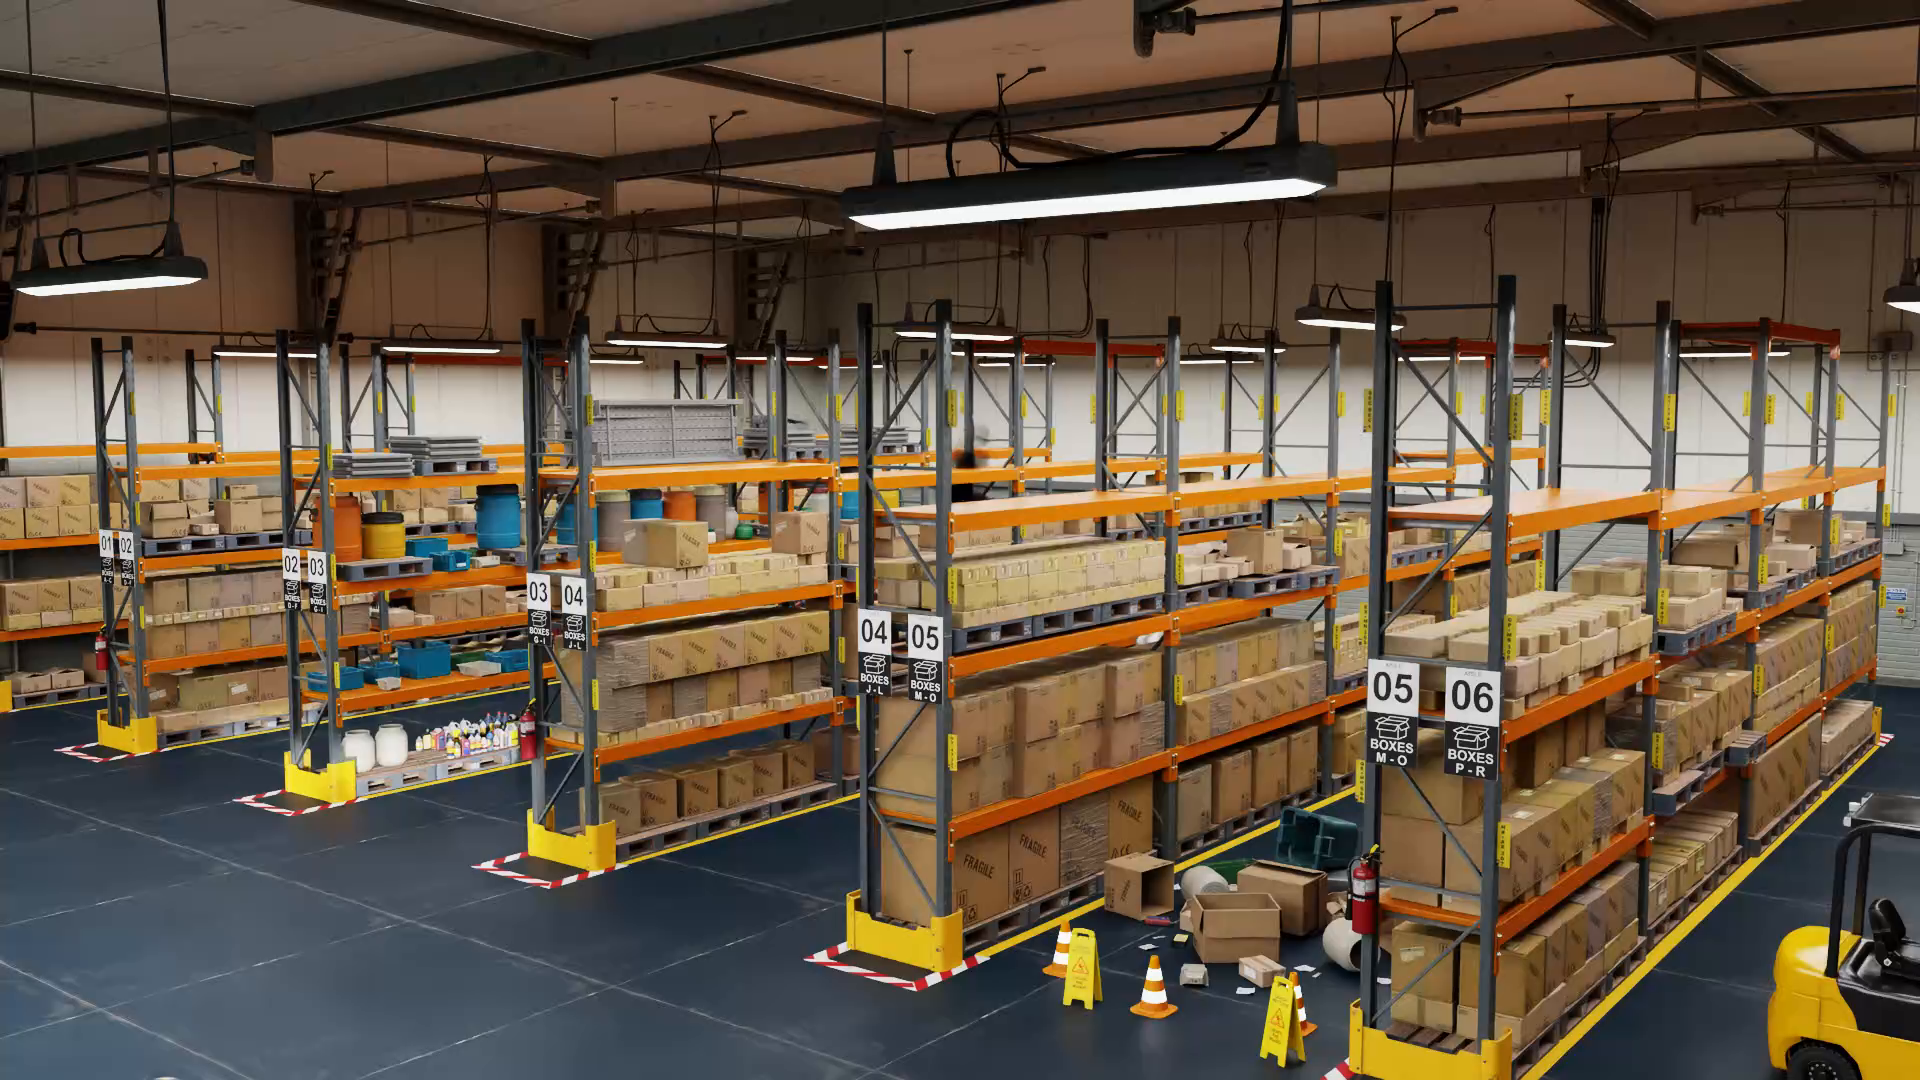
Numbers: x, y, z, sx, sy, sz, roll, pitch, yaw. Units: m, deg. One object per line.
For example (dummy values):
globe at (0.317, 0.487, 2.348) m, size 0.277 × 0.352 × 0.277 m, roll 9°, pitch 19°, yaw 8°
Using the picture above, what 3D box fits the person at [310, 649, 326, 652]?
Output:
person at (-10.992, 1.807, 28.718) m, size 0.721 × 1.735 × 0.727 m, roll 5°, pitch 7°, yaw 42°

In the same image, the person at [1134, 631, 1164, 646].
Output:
person at (2.787, 1.877, 24.550) m, size 0.638 × 1.750 × 0.538 m, roll 4°, pitch 6°, yaw 36°
